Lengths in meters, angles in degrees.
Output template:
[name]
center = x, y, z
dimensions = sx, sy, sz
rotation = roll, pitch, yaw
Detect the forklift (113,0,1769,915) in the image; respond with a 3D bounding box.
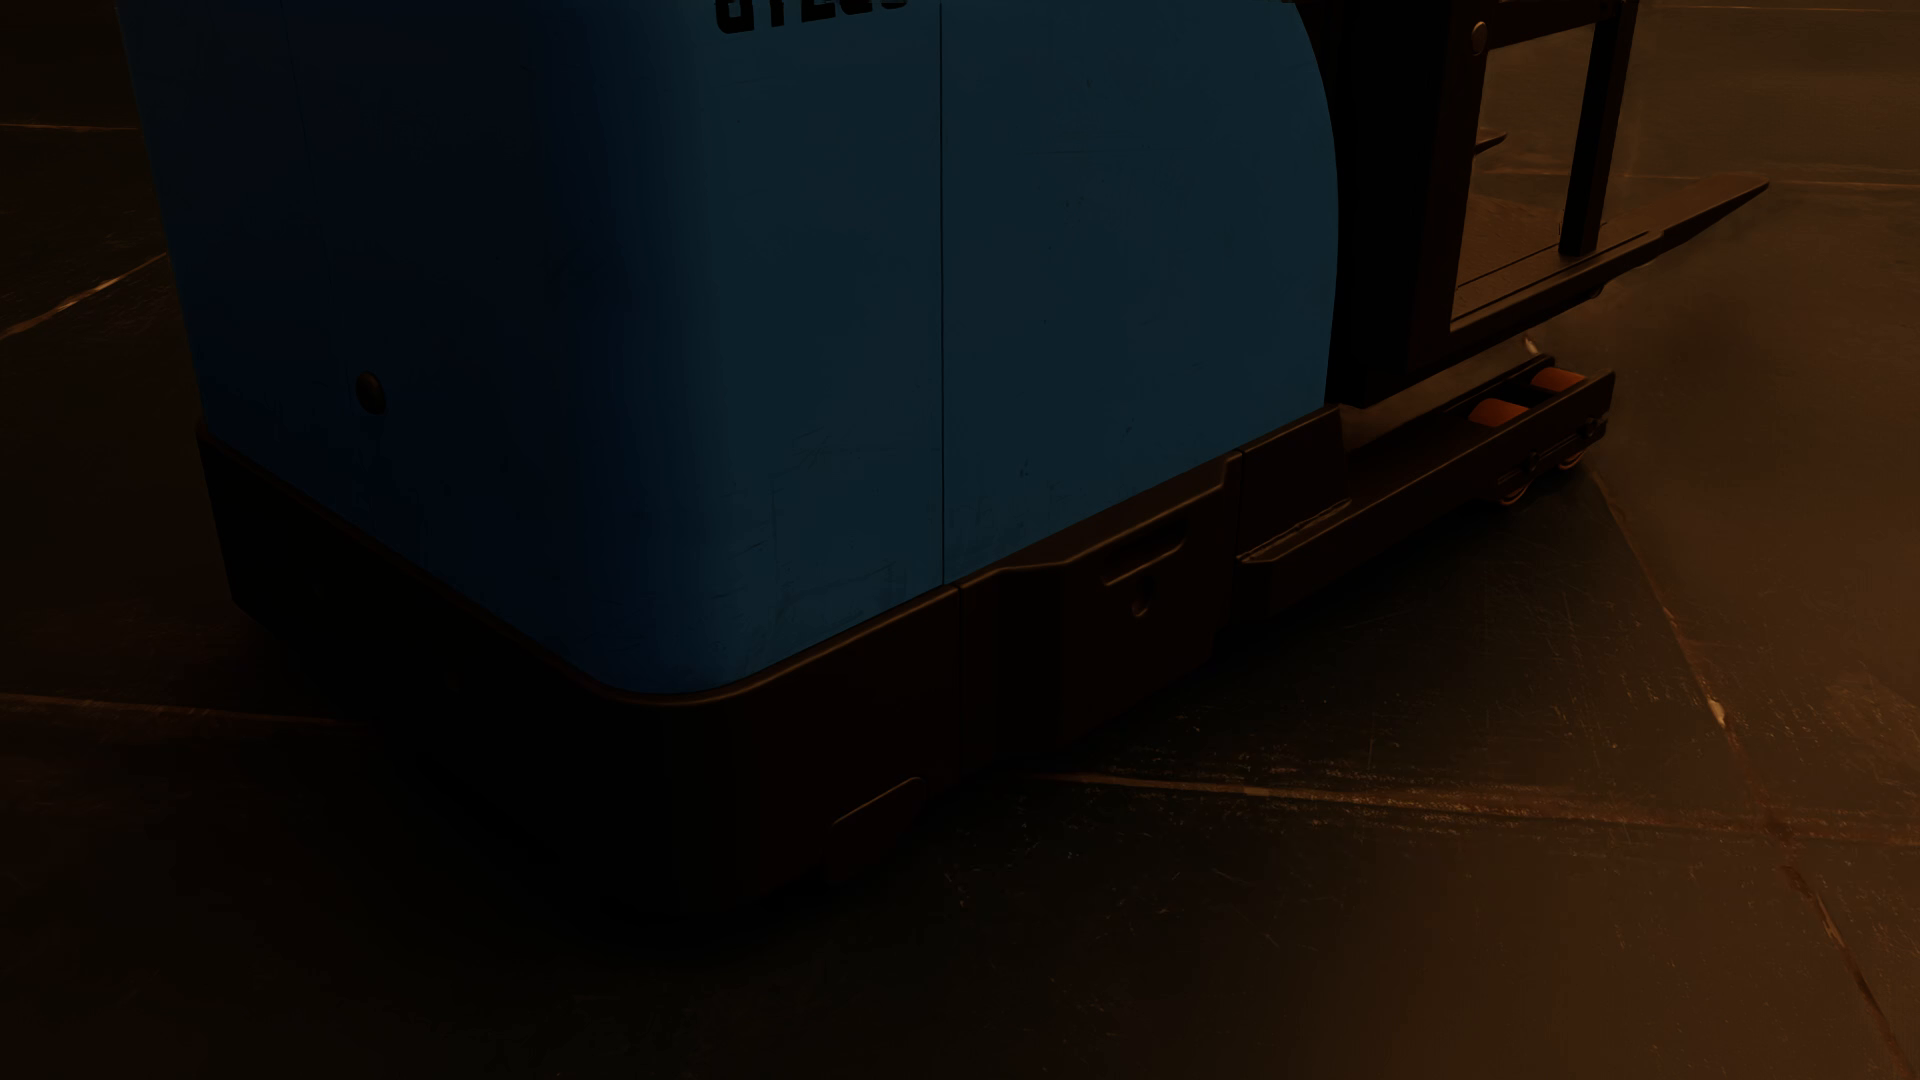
[forklift]
center = 0.425, -1.509, 2.241
dimensions = 1.130, 2.935, 3.031
rotation = 24, 35, 39
